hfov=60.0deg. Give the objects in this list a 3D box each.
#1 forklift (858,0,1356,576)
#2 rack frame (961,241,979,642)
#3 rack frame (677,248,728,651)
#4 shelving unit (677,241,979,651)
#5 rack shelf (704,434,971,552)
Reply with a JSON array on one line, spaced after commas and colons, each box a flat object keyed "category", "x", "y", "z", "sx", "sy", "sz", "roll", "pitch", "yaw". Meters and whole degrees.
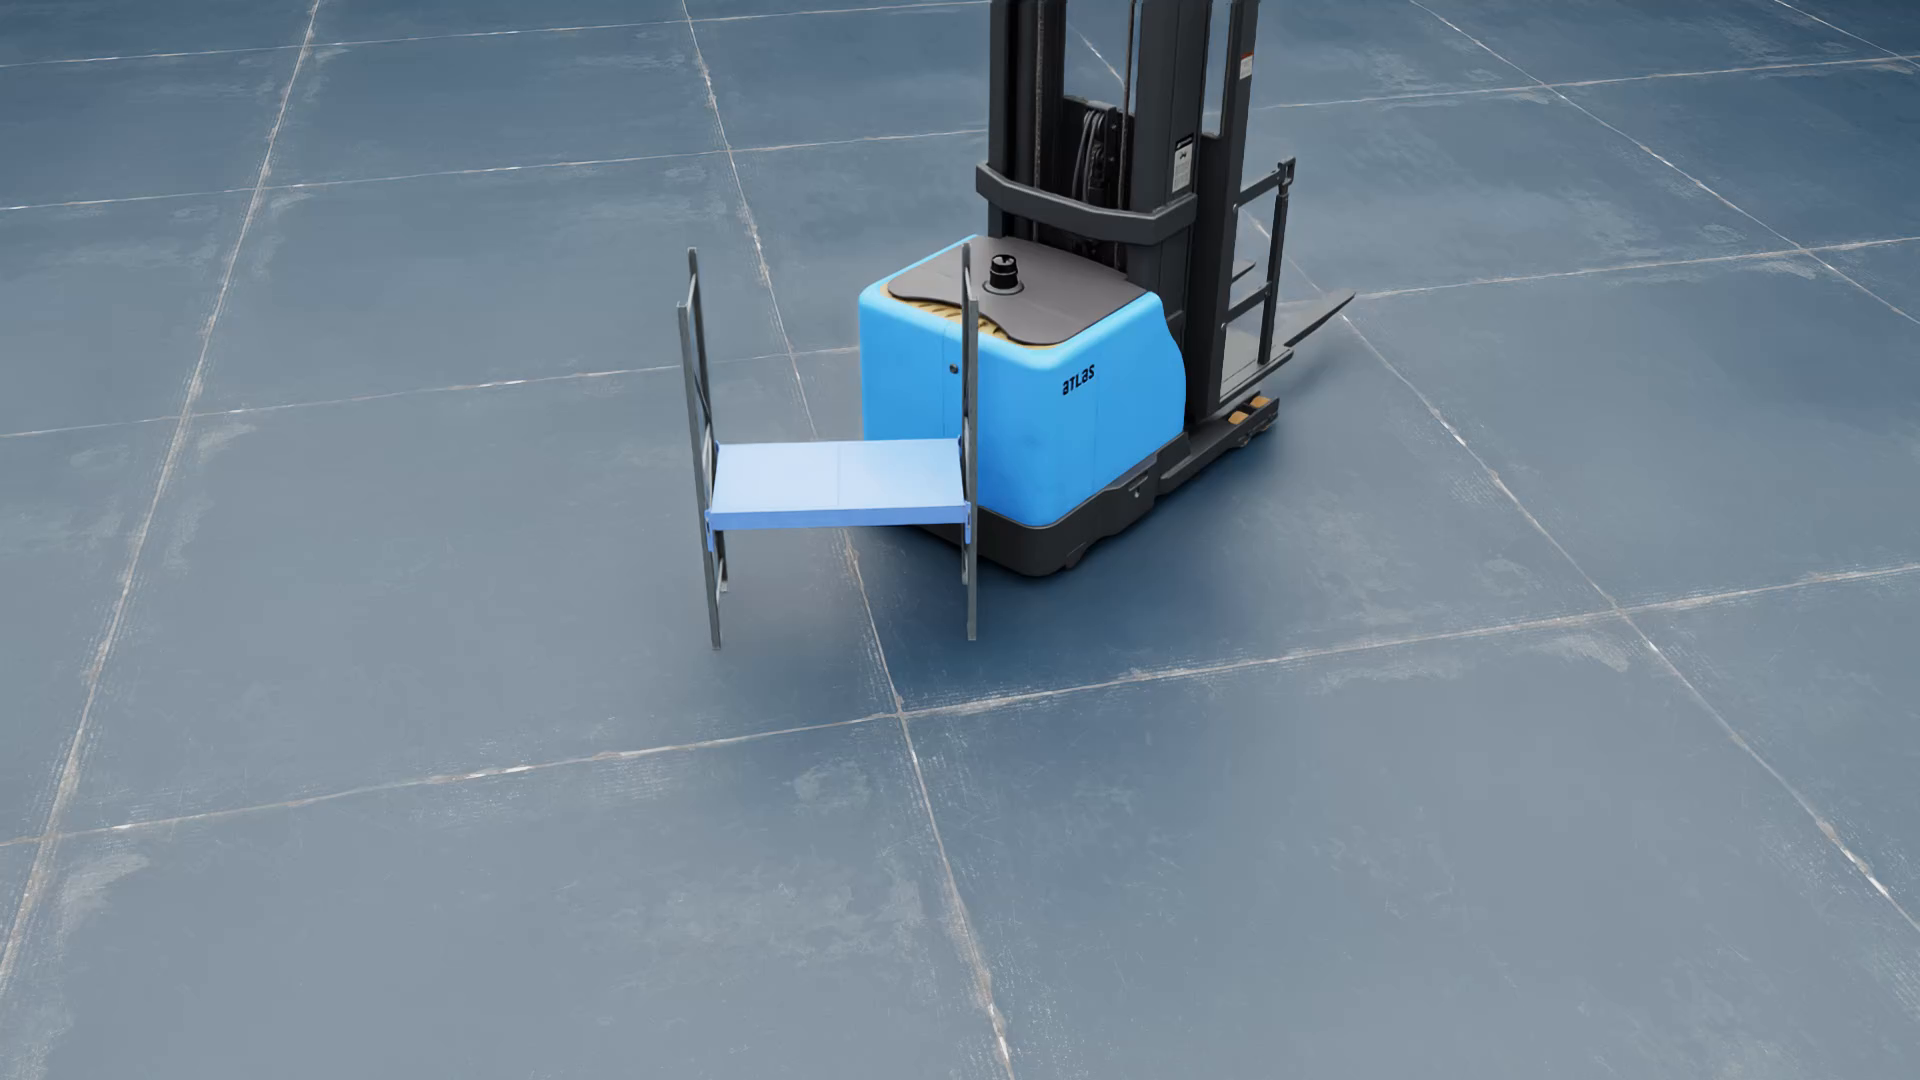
[{"category": "forklift", "x": 0.886, "y": -1.819, "z": 7.331, "sx": 1.130, "sy": 2.935, "sz": 3.031, "roll": 25, "pitch": 41, "yaw": 32}, {"category": "rack frame", "x": 0.036, "y": -0.355, "z": 6.433, "sx": 0.032, "sy": 1.500, "sz": 0.500, "roll": -2, "pitch": 34, "yaw": -3}, {"category": "rack frame", "x": -0.979, "y": -0.324, "z": 6.386, "sx": 0.032, "sy": 1.500, "sz": 0.500, "roll": -2, "pitch": 34, "yaw": -3}, {"category": "shelving unit", "x": -0.472, "y": -0.339, "z": 6.410, "sx": 1.048, "sy": 1.500, "sz": 0.538, "roll": -2, "pitch": 34, "yaw": -3}, {"category": "rack shelf", "x": -0.472, "y": -0.190, "z": 6.510, "sx": 1.000, "sy": 0.185, "sz": 0.538, "roll": -2, "pitch": 34, "yaw": -3}]
